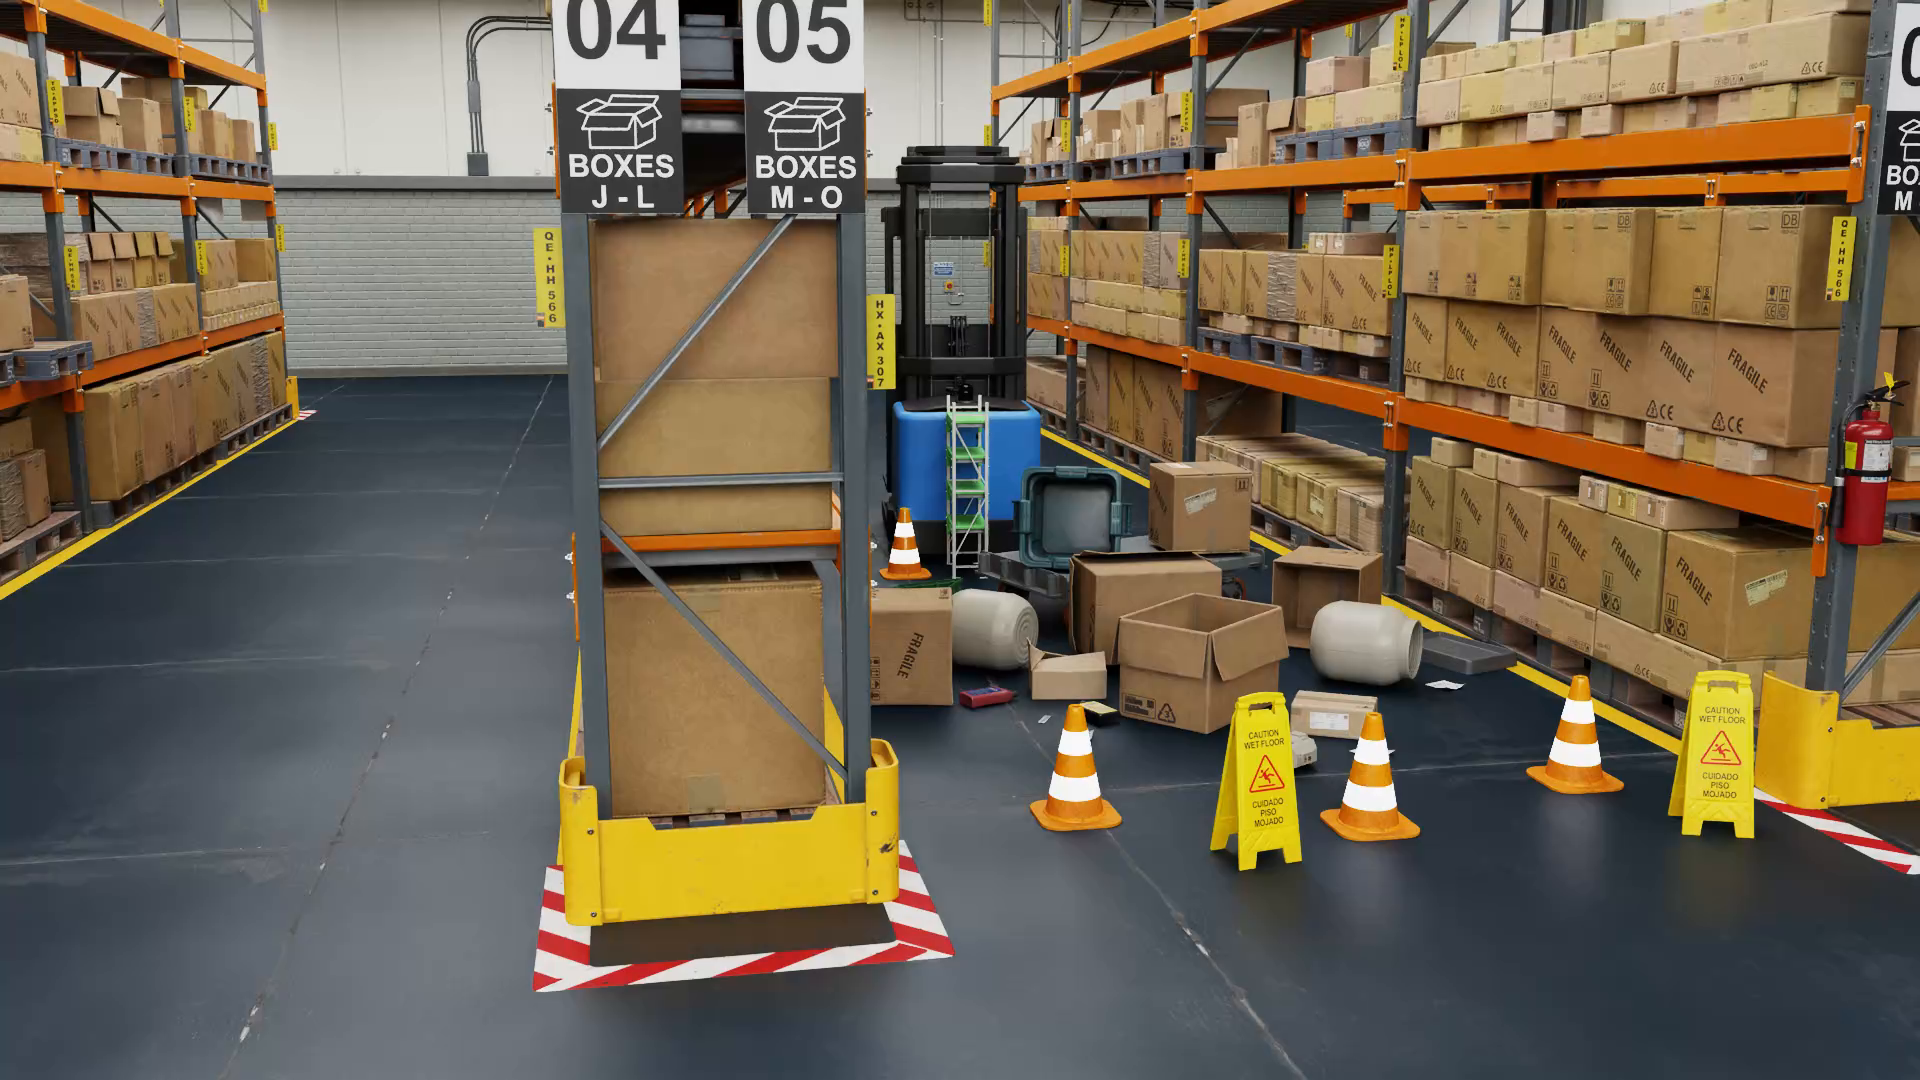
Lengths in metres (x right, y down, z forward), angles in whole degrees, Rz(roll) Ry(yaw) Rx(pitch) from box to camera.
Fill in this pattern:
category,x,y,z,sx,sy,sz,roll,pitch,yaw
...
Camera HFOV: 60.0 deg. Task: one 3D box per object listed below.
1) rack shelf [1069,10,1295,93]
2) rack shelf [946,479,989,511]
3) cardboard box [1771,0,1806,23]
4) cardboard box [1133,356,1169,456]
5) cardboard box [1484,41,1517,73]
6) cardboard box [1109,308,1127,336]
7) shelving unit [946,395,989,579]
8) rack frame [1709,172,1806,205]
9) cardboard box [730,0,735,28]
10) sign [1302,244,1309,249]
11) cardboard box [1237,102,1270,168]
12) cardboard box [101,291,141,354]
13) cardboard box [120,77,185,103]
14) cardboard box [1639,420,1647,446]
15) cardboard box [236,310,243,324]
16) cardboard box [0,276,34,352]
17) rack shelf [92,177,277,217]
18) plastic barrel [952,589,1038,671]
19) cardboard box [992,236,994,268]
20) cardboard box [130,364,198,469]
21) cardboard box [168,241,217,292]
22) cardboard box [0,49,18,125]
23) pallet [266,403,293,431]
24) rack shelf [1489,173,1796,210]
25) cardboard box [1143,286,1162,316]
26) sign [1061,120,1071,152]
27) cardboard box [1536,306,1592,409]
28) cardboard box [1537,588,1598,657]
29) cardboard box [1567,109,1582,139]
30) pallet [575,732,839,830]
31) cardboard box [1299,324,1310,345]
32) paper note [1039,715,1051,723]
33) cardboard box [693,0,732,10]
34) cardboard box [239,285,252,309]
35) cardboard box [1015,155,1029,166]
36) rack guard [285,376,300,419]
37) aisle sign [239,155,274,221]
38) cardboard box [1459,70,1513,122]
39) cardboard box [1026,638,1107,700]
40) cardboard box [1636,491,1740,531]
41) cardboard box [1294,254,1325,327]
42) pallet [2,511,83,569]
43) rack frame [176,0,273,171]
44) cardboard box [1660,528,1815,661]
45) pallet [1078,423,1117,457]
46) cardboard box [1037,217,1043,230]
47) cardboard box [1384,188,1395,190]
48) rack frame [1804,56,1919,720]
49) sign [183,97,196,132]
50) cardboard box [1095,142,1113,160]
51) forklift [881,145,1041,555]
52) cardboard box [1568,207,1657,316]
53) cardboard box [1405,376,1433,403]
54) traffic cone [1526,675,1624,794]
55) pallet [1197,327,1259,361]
category,x,y,z,sx,sy,sz,roll,pitch,yaw
rack shelf,2.072,-4.630,15.950,1.077,0.370,4.000,-2,11,-11
rack shelf,0.049,-0.310,11.457,0.258,0.148,0.480,-1,11,-5
cardboard box,3.649,-2.241,6.964,0.380,0.149,0.250,-2,11,-10
cardboard box,2.238,-1.322,16.180,0.875,0.875,0.875,-2,11,-10
cardboard box,3.126,-2.660,9.168,0.380,0.149,0.250,-2,11,-11
cardboard box,1.784,-2.154,16.394,0.500,0.250,0.500,-2,11,-12
shelving unit,0.049,-0.373,11.445,0.258,1.200,0.503,-1,11,-5
rack frame,7.329,-2.047,15.431,1.000,3.000,0.127,-2,11,-11
cardboard box,-0.670,-1.973,6.300,0.380,0.149,0.250,-2,11,-11
sign,2.991,-2.418,14.491,0.100,0.325,0.005,-2,11,-11
cardboard box,2.635,-3.215,13.274,0.700,0.500,0.500,-2,11,-11
cardboard box,-7.293,-1.842,14.086,0.500,0.500,0.500,-2,11,-12
cardboard box,-8.215,-4.559,16.939,0.500,0.250,0.500,-3,11,-15
cardboard box,3.555,-0.525,8.103,0.380,0.149,0.250,-2,11,-10
cardboard box,-8.022,-2.420,18.061,0.380,0.149,0.250,-2,11,-10
cardboard box,-6.909,-1.565,11.506,0.700,0.500,0.500,0,11,-3
rack shelf,-8.427,-3.726,18.154,1.077,0.370,4.000,-2,11,-11
plastic barrel,0.128,0.484,9.022,0.512,0.421,0.421,6,12,28
cardboard box,0.719,-3.775,21.568,0.500,0.500,0.500,-2,11,-12
cardboard box,-7.719,-1.121,15.126,1.225,0.875,0.875,-3,11,-13
cardboard box,-7.880,-2.777,16.867,0.500,0.500,0.500,-2,11,-11
cardboard box,-6.812,-3.102,11.345,0.500,0.500,0.500,-2,11,-11
pallet,-8.584,-1.459,19.800,1.003,0.211,1.213,-2,11,-11
rack shelf,6.940,-3.534,17.145,1.077,0.370,4.000,-2,11,-11
cardboard box,2.014,-2.212,15.358,0.500,0.250,0.500,-2,11,-12
sign,1.139,-4.346,17.890,0.100,0.325,0.005,-2,11,-11
cardboard box,3.374,-0.961,8.662,0.500,0.500,0.500,-2,11,-10
cardboard box,3.395,0.416,8.719,0.500,0.250,0.500,-3,11,-13
cardboard box,3.358,-2.133,8.532,0.380,0.149,0.250,-2,11,-11
pallet,-1.052,1.026,6.743,1.003,0.211,1.213,-2,11,-11
cardboard box,2.683,-1.487,12.038,0.380,0.149,0.250,-2,11,-11
paper note,0.412,0.872,8.090,0.032,0.001,0.123,4,11,18
cardboard box,-0.761,-2.193,6.387,0.500,0.250,0.500,-2,11,-12
cardboard box,-8.159,-2.685,18.384,0.500,0.250,0.500,-2,11,-11
cardboard box,0.891,-4.731,20.790,0.380,0.149,0.250,-2,11,-9
rack guard,-8.821,-1.750,20.551,1.175,0.500,0.348,-2,11,-11
aisle sign,-8.536,-4.274,20.178,0.394,0.787,0.004,-2,11,-11
cardboard box,3.165,-2.494,9.359,0.500,0.250,0.500,-2,11,-11
cardboard box,0.544,0.657,8.533,0.396,0.266,0.258,0,11,-1
cardboard box,3.468,-0.144,7.920,0.380,0.149,0.250,-2,11,-9
cardboard box,2.731,-1.796,11.926,0.500,0.500,0.500,-2,11,-9
pallet,-7.110,0.007,12.093,1.003,0.211,1.213,-2,11,-11
rack frame,-8.816,-5.920,19.734,1.000,3.000,0.127,-2,11,-11
cardboard box,3.605,0.240,7.640,0.500,0.500,0.500,-2,11,-11
pallet,1.907,-1.091,17.865,1.003,0.211,1.213,-2,11,-11
cardboard box,1.124,-3.740,19.650,0.380,0.149,0.250,-2,11,-12
cardboard box,5.722,-4.606,21.523,0.380,0.149,0.250,-2,11,-11
rack frame,4.017,-0.399,6.770,1.000,3.000,0.127,-2,11,-11
sign,-7.508,-4.143,16.195,0.100,0.325,0.005,-2,11,-11
cardboard box,1.585,-3.920,16.749,0.380,0.166,0.250,-3,11,-15
forklift,-0.052,-1.556,13.033,1.130,2.935,3.031,-1,11,-5
cardboard box,3.412,-1.354,8.051,0.700,0.500,0.500,-2,11,-12
cardboard box,2.985,-0.940,10.283,0.380,0.149,0.250,-2,11,-11
traffic cone,2.668,0.815,7.175,0.336,0.463,0.334,-2,11,-11
pallet,2.704,-1.645,13.831,1.213,0.211,1.003,-2,11,-11
